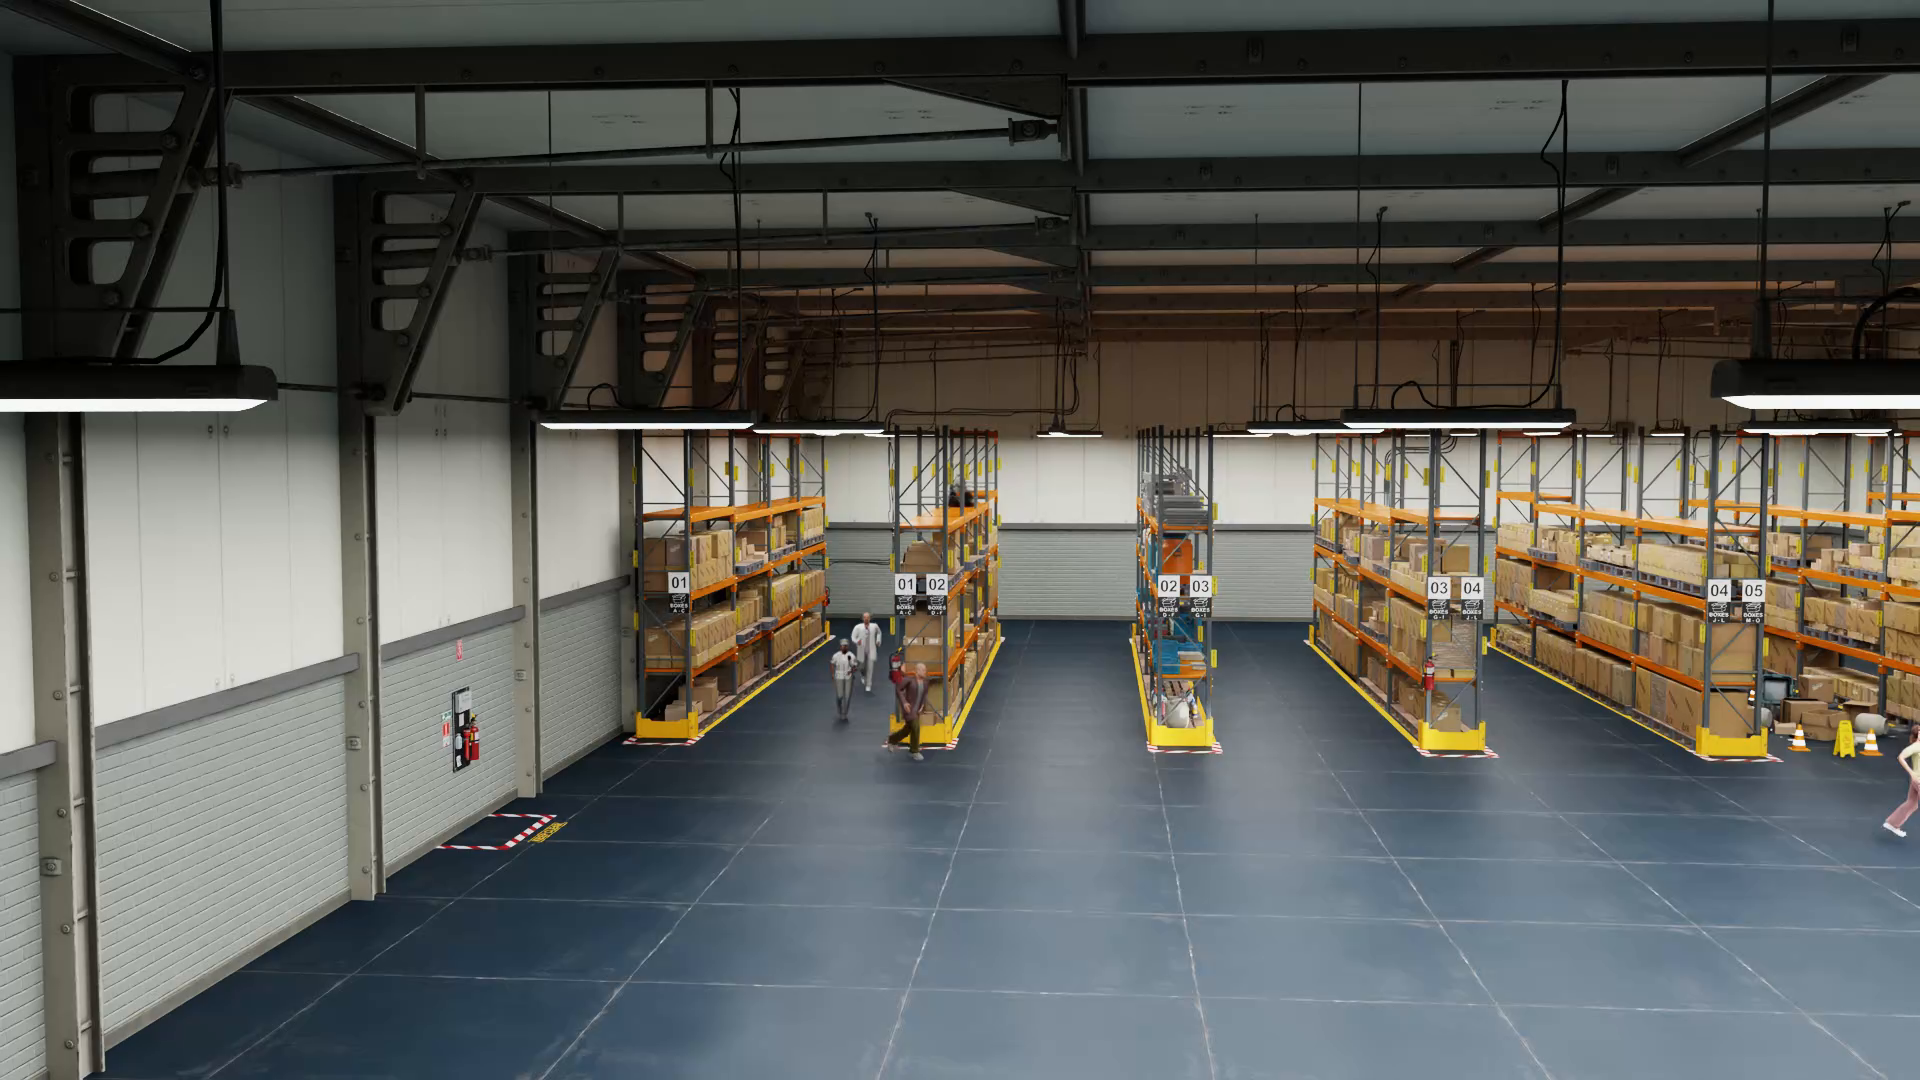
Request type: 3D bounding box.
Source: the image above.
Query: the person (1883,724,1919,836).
[{"bbox_3d":[13.588,3.452,23.551,0.879,1.701,0.557,2,4,34],"label":"person"}]

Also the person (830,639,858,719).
[{"bbox_3d":[-2.375,2.846,34.025,0.574,1.653,0.556,0,3,-6],"label":"person"}]

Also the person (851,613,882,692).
[{"bbox_3d":[-2.134,2.536,38.069,0.718,1.754,1.024,0,3,-6],"label":"person"}]

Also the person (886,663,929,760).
[{"bbox_3d":[-0.943,3.121,30.089,0.946,1.628,0.689,3,5,43],"label":"person"}]
